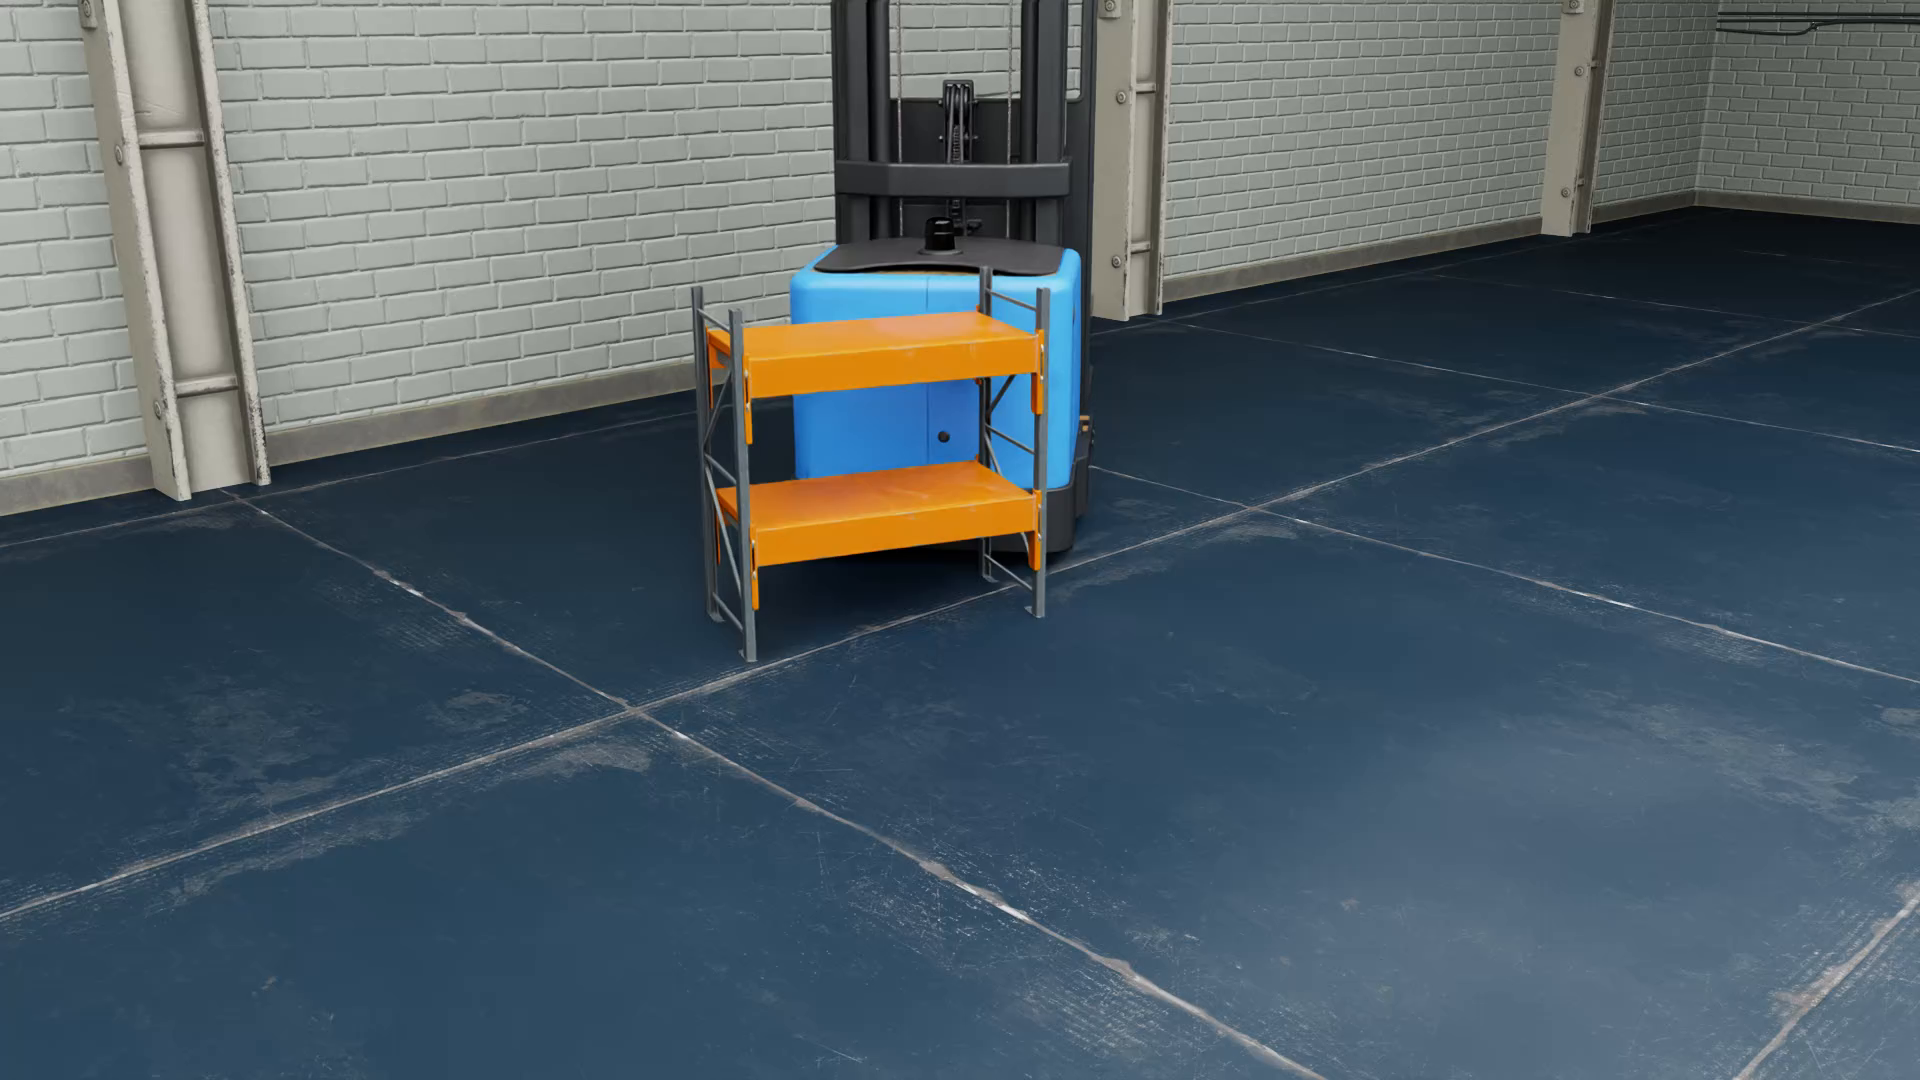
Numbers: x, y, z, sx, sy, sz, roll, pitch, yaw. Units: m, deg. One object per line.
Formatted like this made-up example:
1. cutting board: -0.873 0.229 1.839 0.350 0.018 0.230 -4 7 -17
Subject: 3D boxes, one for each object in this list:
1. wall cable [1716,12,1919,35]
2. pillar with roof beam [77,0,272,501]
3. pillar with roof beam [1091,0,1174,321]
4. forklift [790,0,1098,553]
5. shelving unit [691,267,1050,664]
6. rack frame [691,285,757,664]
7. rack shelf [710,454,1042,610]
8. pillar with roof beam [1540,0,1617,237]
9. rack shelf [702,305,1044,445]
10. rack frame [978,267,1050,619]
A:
1. wall cable: 8.521 -5.914 15.169 0.112 2.526 3.097 -16 24 -41
2. pillar with roof beam: -0.290 -3.555 2.860 0.400 9.000 9.100 -16 24 -41
3. pillar with roof beam: 4.070 -4.827 6.781 0.400 9.000 9.100 -16 24 -41
4. forklift: 0.043 -1.756 7.149 1.130 2.935 3.031 2 18 6
5. shelving unit: -0.290 -0.277 5.515 1.048 1.125 0.538 -7 19 -22
6. rack frame: -0.757 -0.216 5.326 0.032 1.125 0.500 -7 19 -22
7. rack shelf: -0.290 -0.044 5.590 1.000 0.278 0.538 -7 19 -22
8. pillar with roof beam: 8.430 -6.098 10.703 0.400 9.000 9.100 -16 24 -41
9. rack shelf: -0.290 -0.555 5.425 1.000 0.278 0.538 -7 19 -22
10. rack frame: 0.178 -0.338 5.704 0.032 1.125 0.500 -7 19 -22
